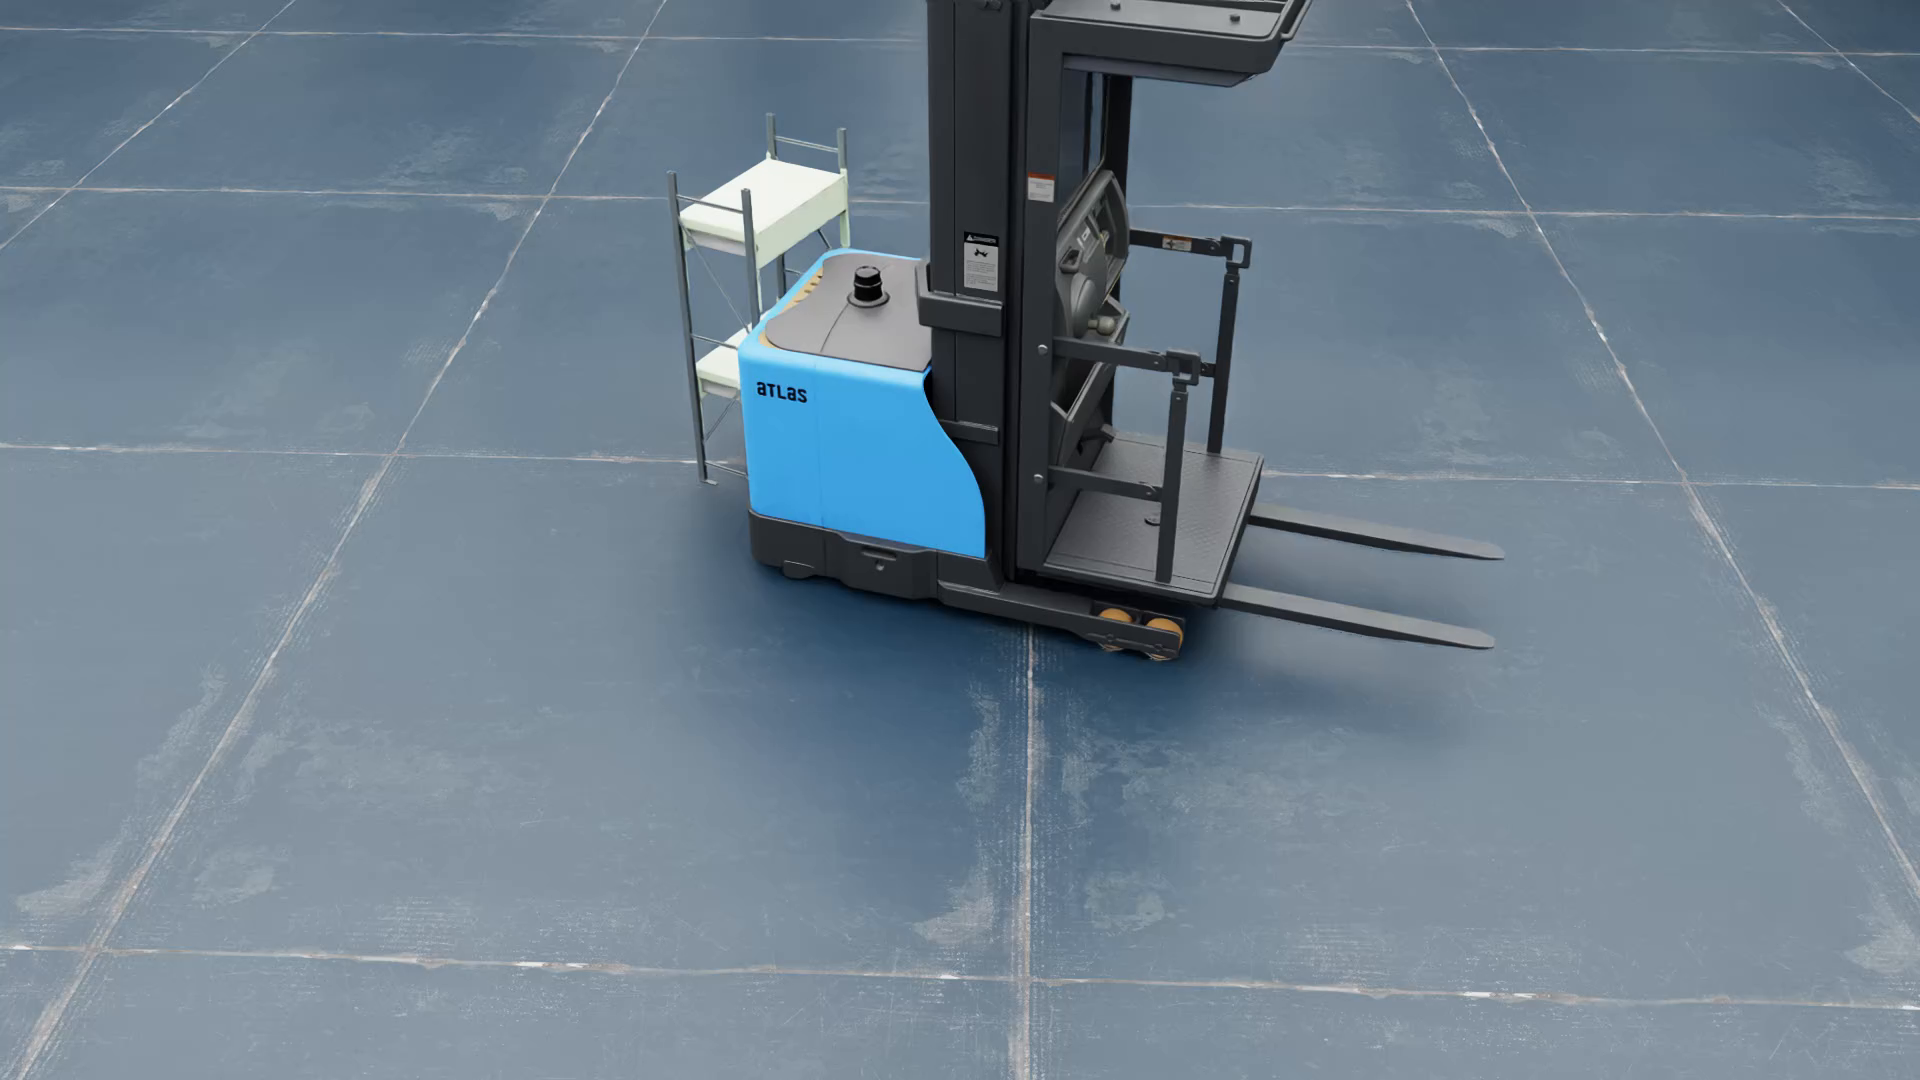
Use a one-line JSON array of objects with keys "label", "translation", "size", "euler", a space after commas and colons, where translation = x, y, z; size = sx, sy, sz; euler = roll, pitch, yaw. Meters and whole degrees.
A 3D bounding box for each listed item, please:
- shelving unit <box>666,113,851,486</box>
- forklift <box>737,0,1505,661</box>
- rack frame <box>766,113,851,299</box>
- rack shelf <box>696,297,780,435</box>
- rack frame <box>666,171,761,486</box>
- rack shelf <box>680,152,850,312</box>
[{"label": "shelving unit", "translation": [-0.844, -1.021, 7.399], "size": [0.431, 1.500, 0.755], "euler": [17, 39, 23]}, {"label": "forklift", "translation": [0.688, -1.067, 6.219], "size": [3.031, 2.935, 1.130], "euler": [11, 37, 15]}, {"label": "rack frame", "translation": [-0.672, -1.207, 7.663], "size": [0.400, 1.500, 0.023], "euler": [17, 39, 23]}, {"label": "rack shelf", "translation": [-0.844, -0.754, 7.586], "size": [0.431, 0.370, 0.720], "euler": [17, 39, 23]}, {"label": "rack frame", "translation": [-1.017, -0.836, 7.134], "size": [0.400, 1.500, 0.023], "euler": [17, 39, 23]}, {"label": "rack shelf", "translation": [-0.844, -1.340, 7.174], "size": [0.431, 0.370, 0.720], "euler": [17, 39, 23]}]
